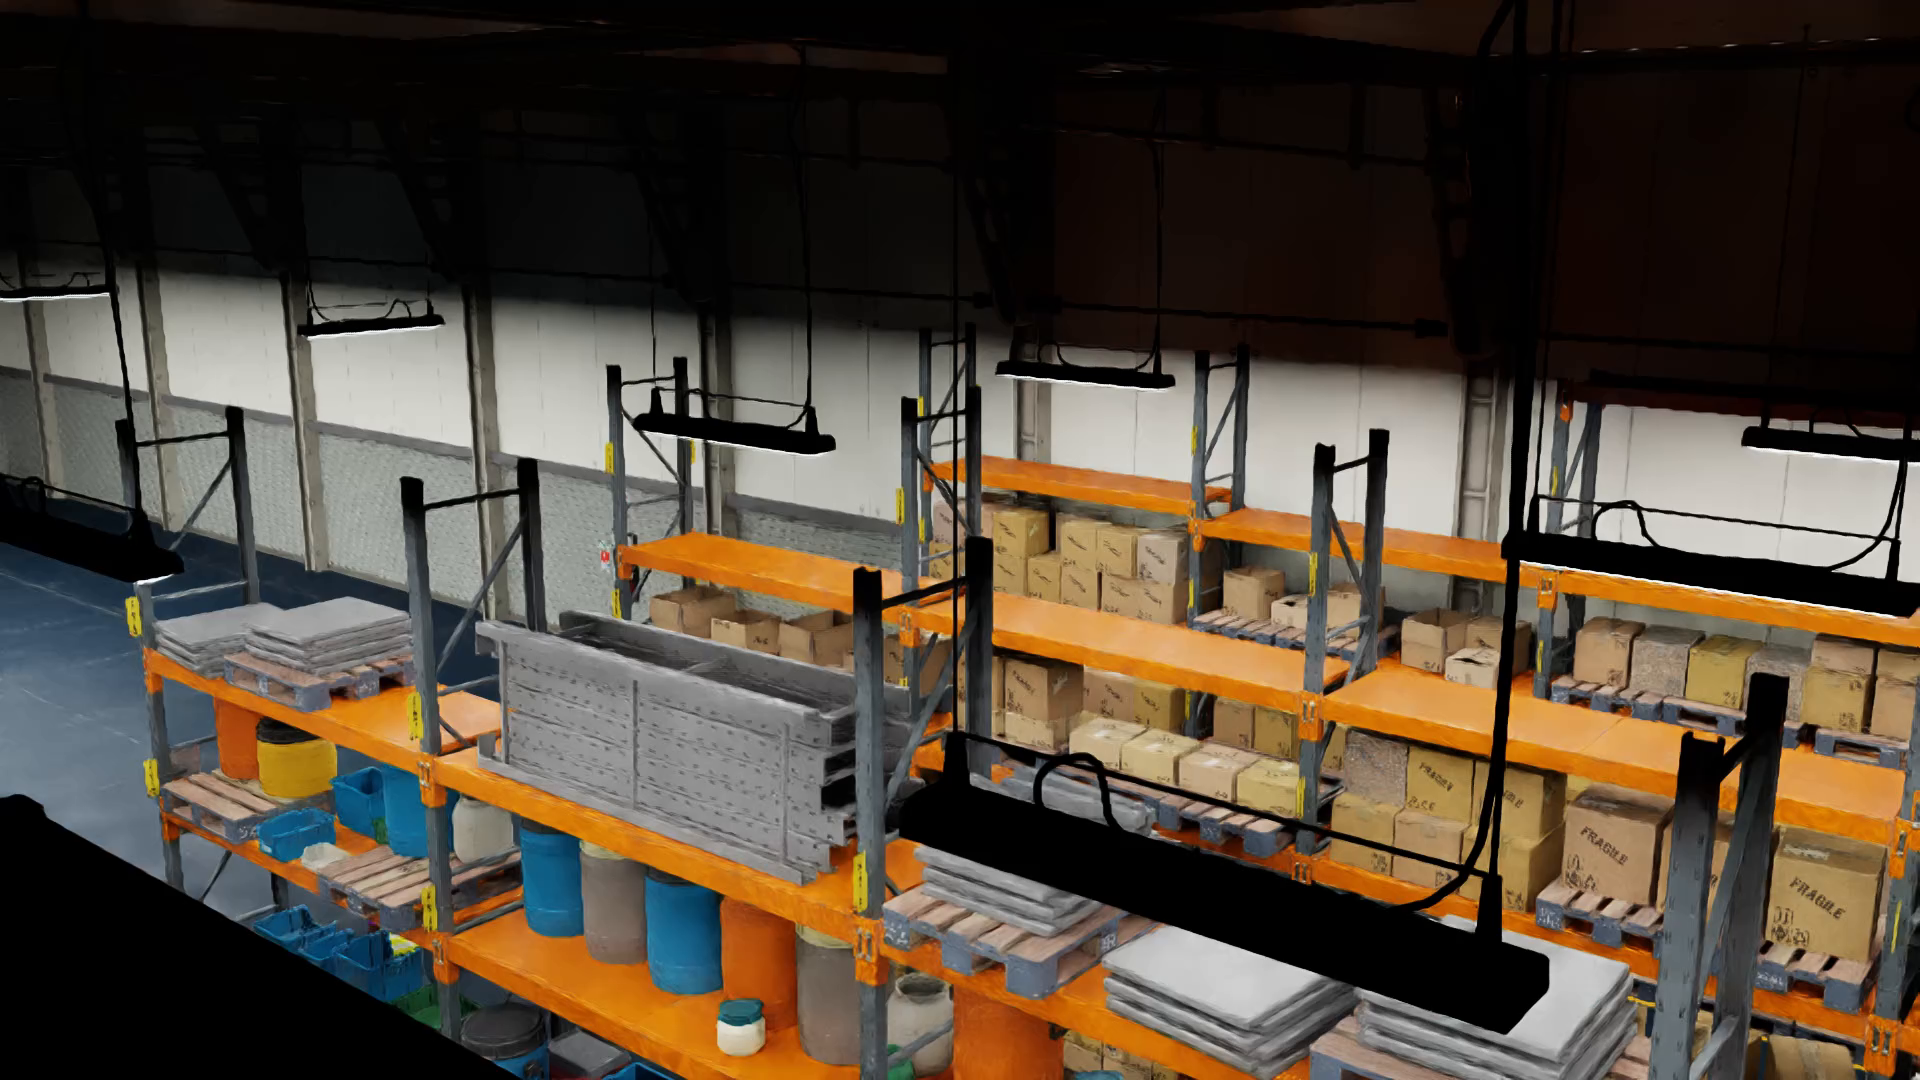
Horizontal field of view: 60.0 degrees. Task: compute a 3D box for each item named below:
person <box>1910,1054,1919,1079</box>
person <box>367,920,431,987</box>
[{"bbox_3d":[7.099,4.497,12.345,0.575,1.714,1.104,-11,17,-40],"label":"person"},{"bbox_3d":[-5.218,3.794,15.597,0.578,1.715,0.709,10,16,38],"label":"person"}]
